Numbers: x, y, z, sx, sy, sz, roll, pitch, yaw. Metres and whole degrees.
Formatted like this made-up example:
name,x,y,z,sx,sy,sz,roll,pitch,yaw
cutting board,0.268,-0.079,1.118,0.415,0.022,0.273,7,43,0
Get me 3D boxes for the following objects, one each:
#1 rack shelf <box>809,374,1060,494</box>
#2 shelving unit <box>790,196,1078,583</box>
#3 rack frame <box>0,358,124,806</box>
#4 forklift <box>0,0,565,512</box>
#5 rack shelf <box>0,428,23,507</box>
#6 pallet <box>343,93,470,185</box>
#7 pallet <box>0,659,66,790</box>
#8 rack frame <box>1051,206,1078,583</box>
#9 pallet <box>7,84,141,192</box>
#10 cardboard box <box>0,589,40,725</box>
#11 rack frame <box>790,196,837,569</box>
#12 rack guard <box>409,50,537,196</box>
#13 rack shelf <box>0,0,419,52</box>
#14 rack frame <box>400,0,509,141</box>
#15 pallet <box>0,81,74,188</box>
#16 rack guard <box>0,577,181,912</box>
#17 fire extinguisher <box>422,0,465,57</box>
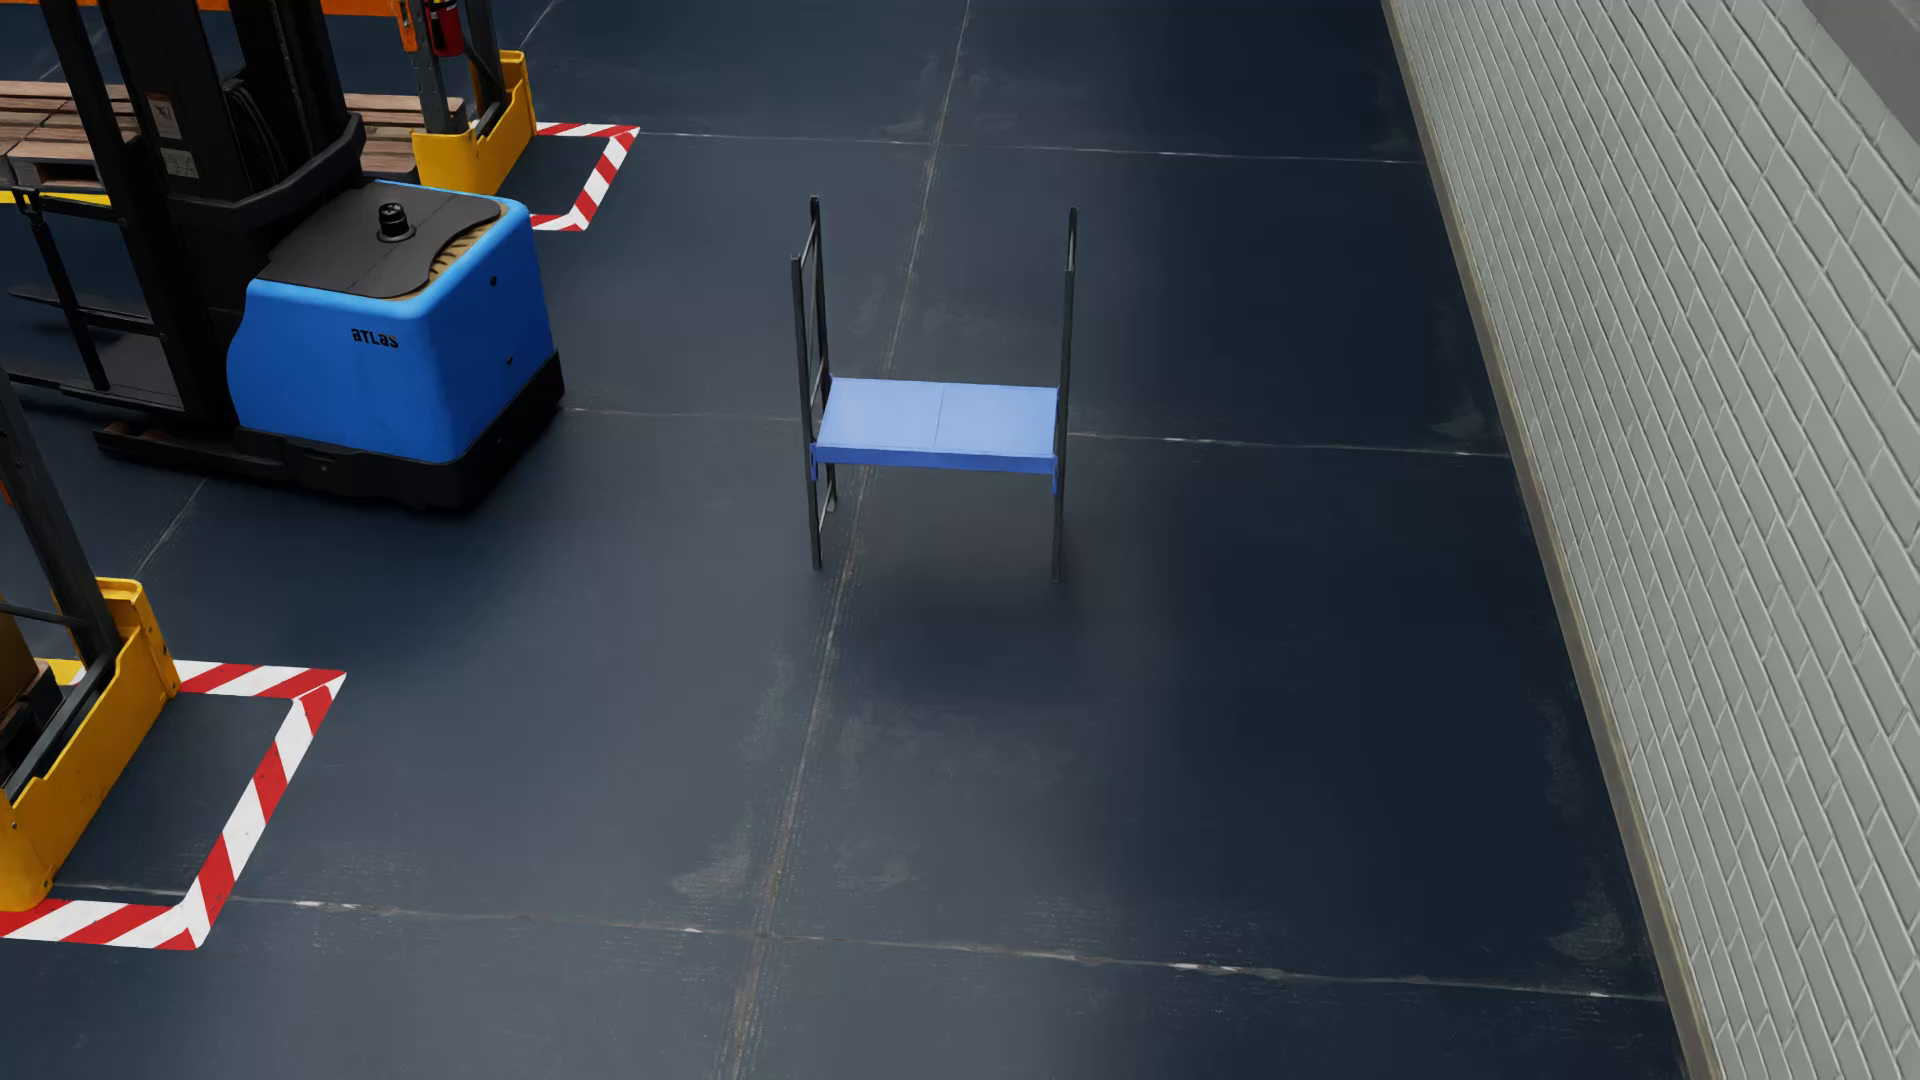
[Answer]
name,x,y,z,sx,sy,sz,roll,pitch,yaw
rack shelf,-0.085,-0.447,6.896,1.000,0.185,0.538,3,39,4
shelving unit,-0.085,-0.586,6.782,1.048,1.500,0.538,3,39,4
rack frame,-3.306,-0.265,5.200,0.127,3.000,1.000,3,39,4
forklift,-3.479,-1.791,7.129,3.031,2.935,1.130,11,40,13
rack shelf,-5.299,-0.095,5.561,4.000,0.370,1.077,3,39,4
pallet,-3.697,-2.368,9.992,1.213,0.211,1.003,3,39,4
pallet,-4.110,0.822,6.073,1.213,0.211,1.003,3,39,4
rack frame,0.421,-0.559,6.748,0.032,1.500,0.500,3,39,4
pallet,-4.909,-2.436,10.076,1.213,0.211,1.003,3,39,4
cardboard box,-3.951,0.411,5.719,0.875,0.875,0.875,3,39,4
rack frame,-0.591,-0.614,6.816,0.032,1.500,0.500,3,39,4
rack guard,-2.854,-2.418,9.824,0.348,0.500,1.175,3,39,4
rack shelf,-4.871,-3.210,9.388,4.000,0.370,1.077,3,39,4
rack frame,-2.879,-3.380,9.027,0.127,3.000,1.000,3,39,4
pallet,-6.128,-2.501,10.155,1.213,0.211,1.003,3,39,4
rack guard,-3.282,0.705,5.987,0.348,0.500,1.175,3,39,4
fire extinguisher,-2.768,-2.912,8.808,0.183,0.674,0.296,3,39,4
